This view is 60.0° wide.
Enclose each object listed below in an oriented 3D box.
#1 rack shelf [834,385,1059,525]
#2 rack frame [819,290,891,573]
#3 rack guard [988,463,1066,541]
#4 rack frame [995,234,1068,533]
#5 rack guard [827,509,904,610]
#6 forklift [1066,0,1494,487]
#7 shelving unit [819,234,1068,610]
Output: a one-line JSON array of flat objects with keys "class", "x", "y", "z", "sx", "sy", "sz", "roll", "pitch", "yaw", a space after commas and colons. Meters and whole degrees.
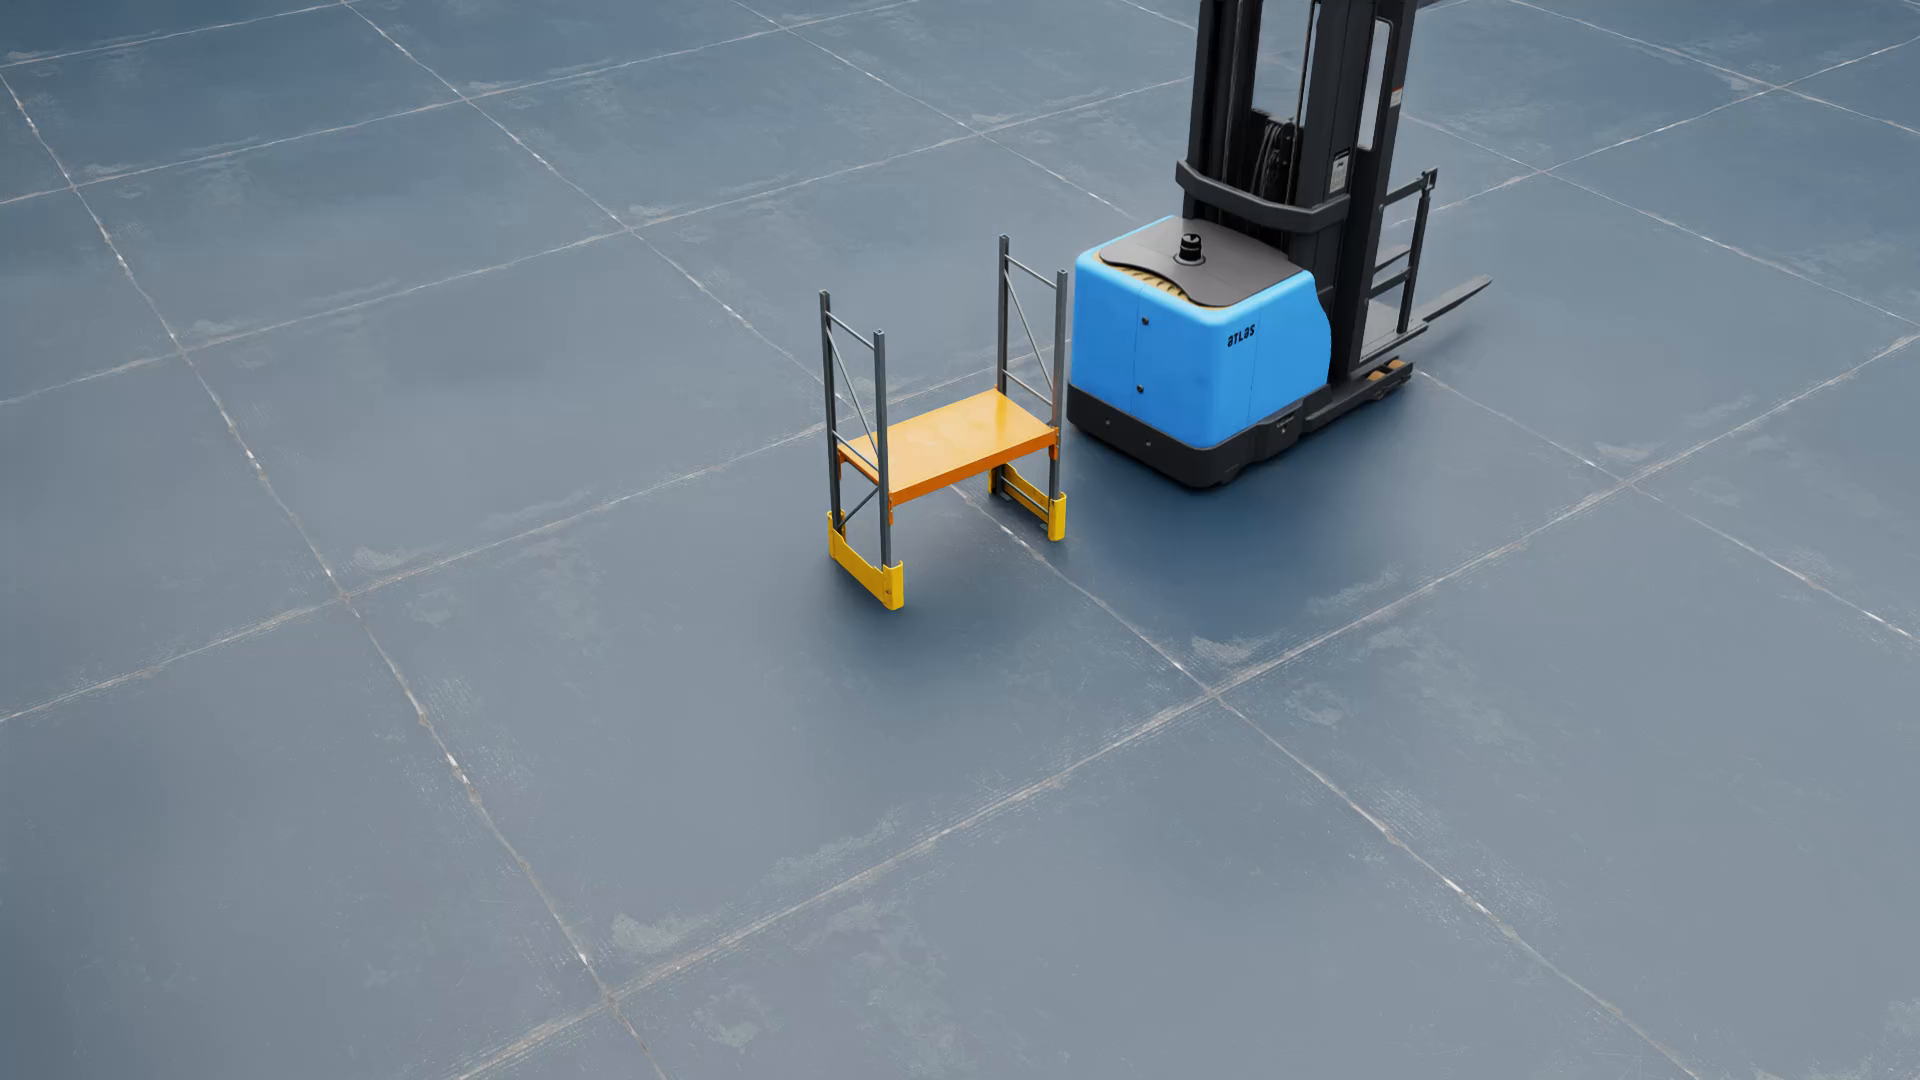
[{"class": "rack shelf", "x": -0.070, "y": -0.434, "z": 8.191, "sx": 1.000, "sy": 0.185, "sz": 0.538, "roll": -22, "pitch": 41, "yaw": -28}, {"class": "rack frame", "x": -0.485, "y": -0.409, "z": 7.848, "sx": 0.032, "sy": 1.500, "sz": 0.500, "roll": -22, "pitch": 41, "yaw": -28}, {"class": "rack guard", "x": 0.345, "y": -0.243, "z": 8.688, "sx": 0.087, "sy": 0.250, "sz": 0.587, "roll": -22, "pitch": 41, "yaw": -28}, {"class": "rack frame", "x": 0.346, "y": -0.751, "z": 8.323, "sx": 0.032, "sy": 1.500, "sz": 0.500, "roll": -22, "pitch": 41, "yaw": -28}, {"class": "rack guard", "x": -0.469, "y": 0.092, "z": 8.222, "sx": 0.087, "sy": 0.250, "sz": 0.587, "roll": -22, "pitch": 41, "yaw": -28}, {"class": "forklift", "x": 2.026, "y": -2.207, "z": 9.122, "sx": 3.031, "sy": 2.935, "sz": 1.130, "roll": -28, "pitch": 44, "yaw": -33}, {"class": "shelving unit", "x": -0.062, "y": -0.583, "z": 8.090, "sx": 1.083, "sy": 1.500, "sz": 0.587, "roll": -22, "pitch": 41, "yaw": -28}]
